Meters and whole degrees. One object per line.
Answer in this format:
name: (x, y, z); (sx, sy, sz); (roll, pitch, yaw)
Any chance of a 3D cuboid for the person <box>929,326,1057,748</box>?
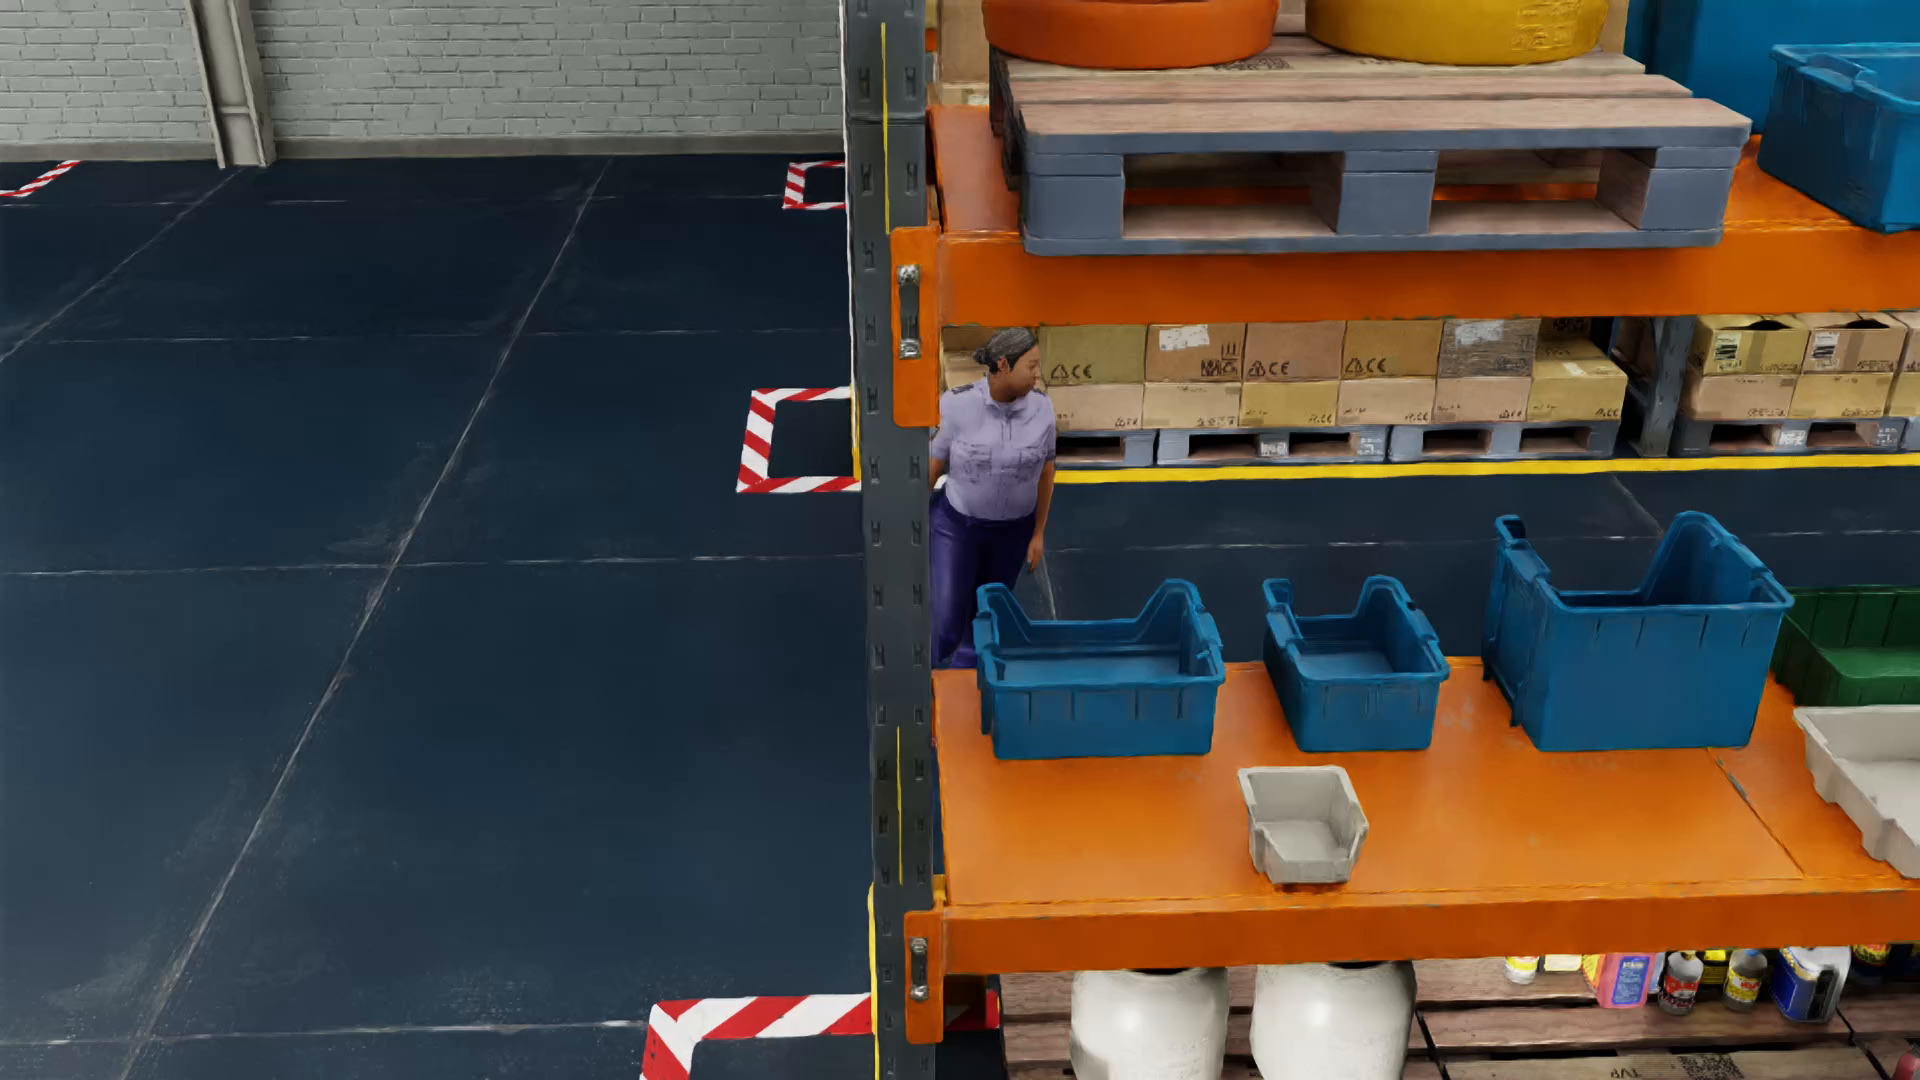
person: (0.032, 0.019, 6.090); (0.694, 1.643, 0.453); (-6, 28, -11)
